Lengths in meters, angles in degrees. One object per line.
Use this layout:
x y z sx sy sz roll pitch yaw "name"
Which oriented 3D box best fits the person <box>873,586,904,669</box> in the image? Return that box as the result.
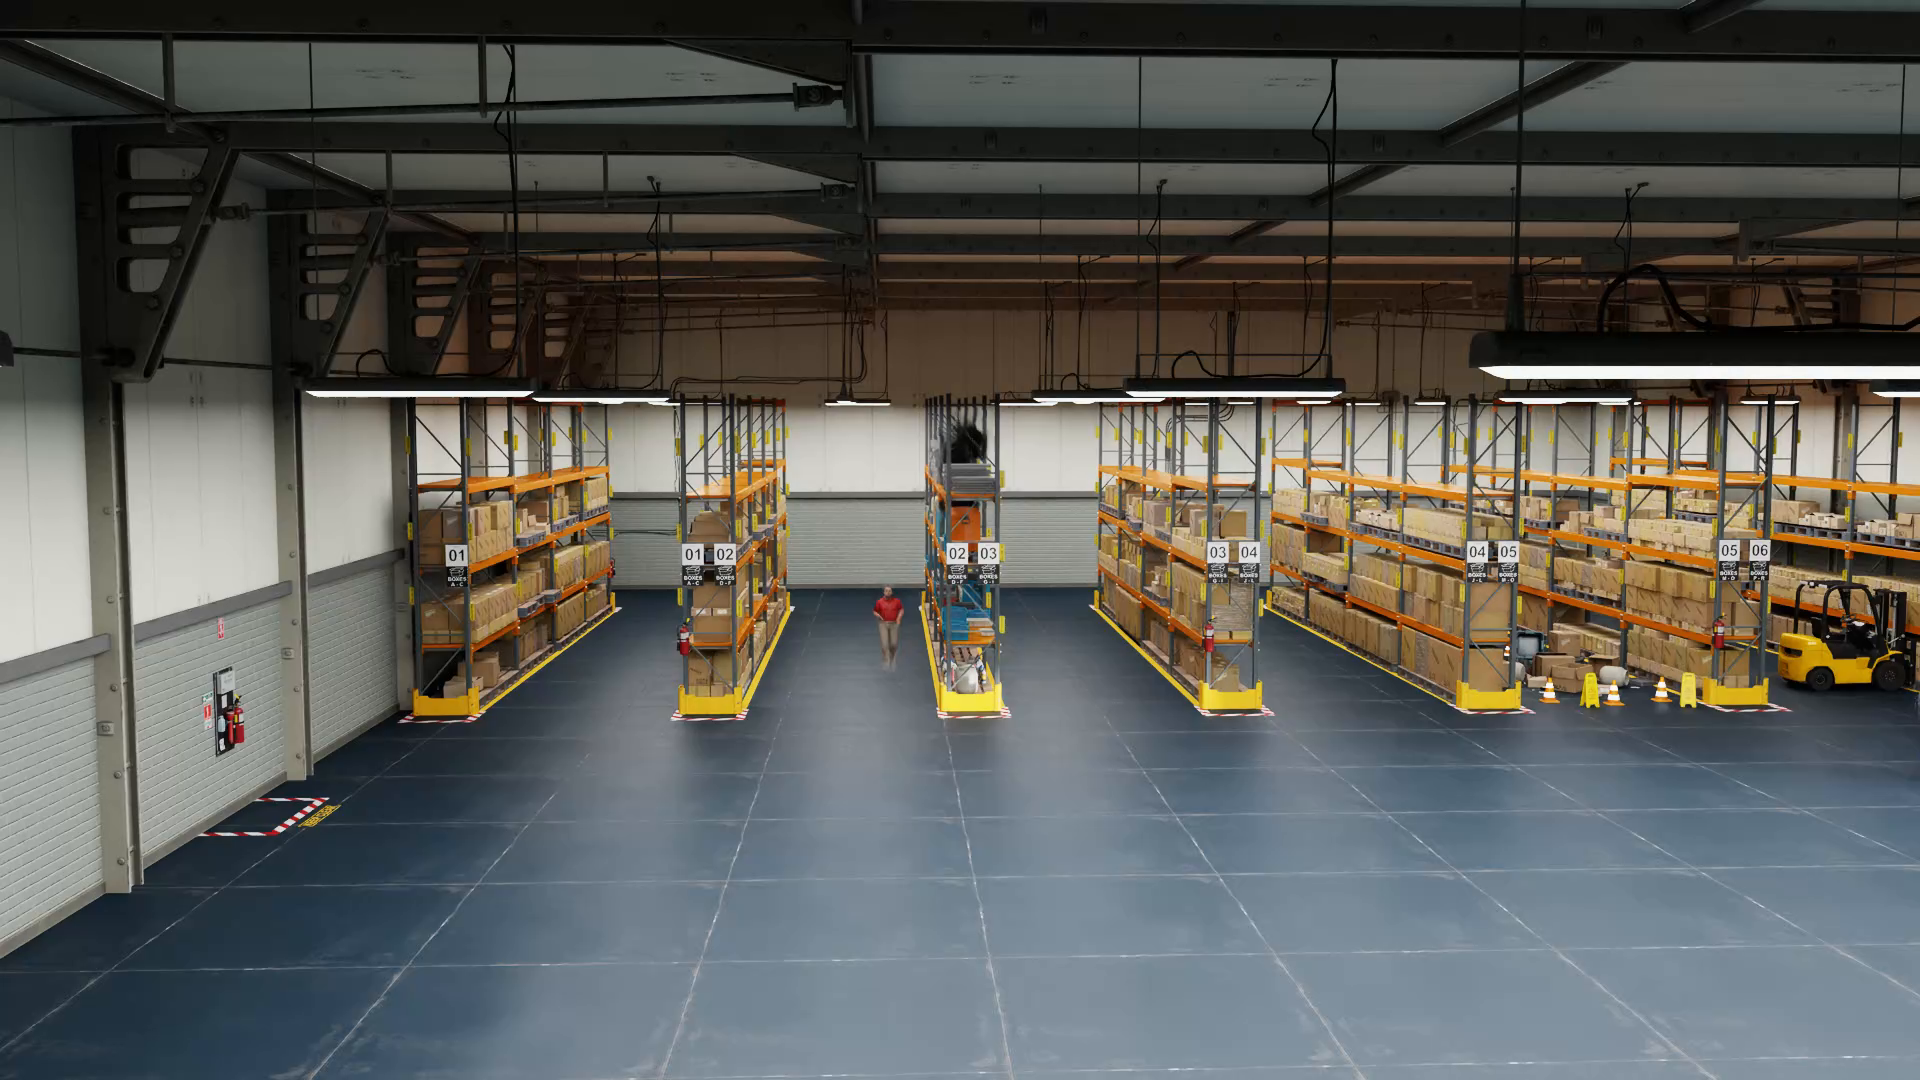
-1.486 1.857 34.856 0.650 1.762 0.602 0 5 -5 "person"
